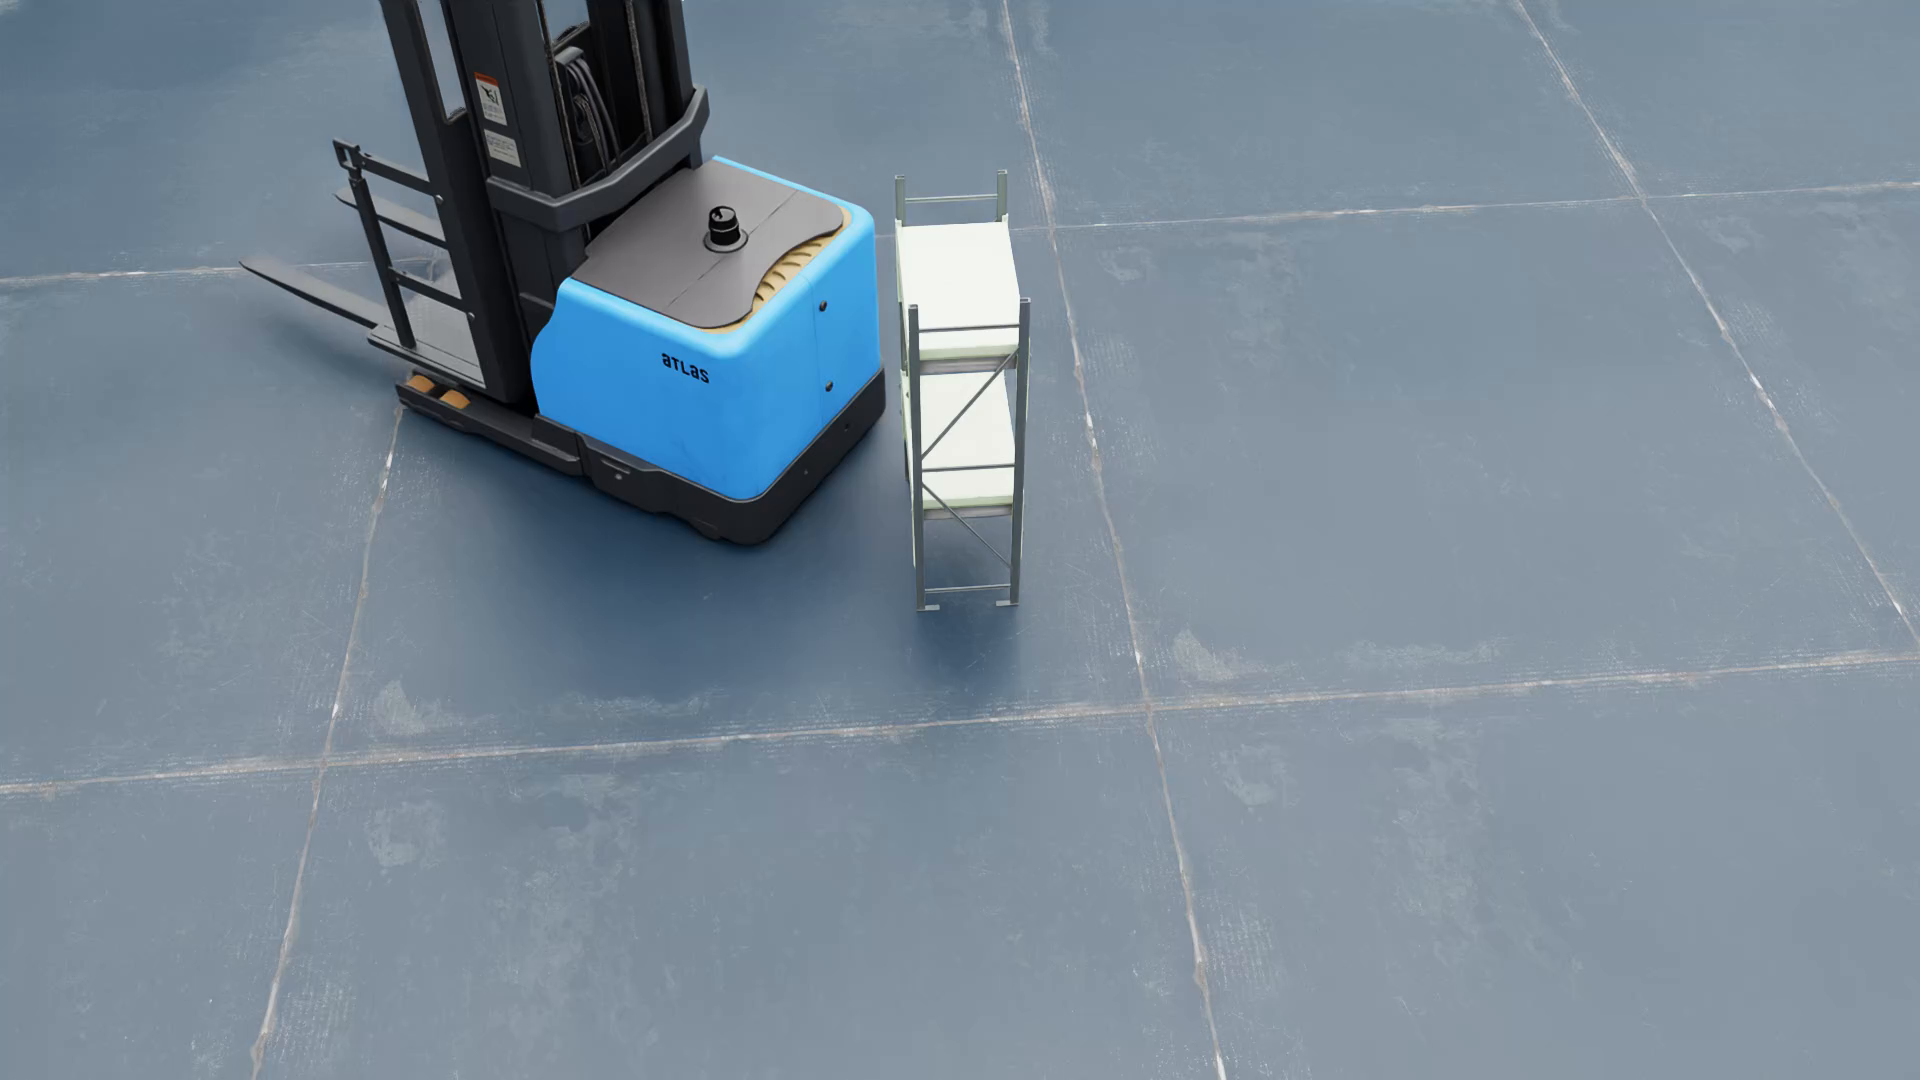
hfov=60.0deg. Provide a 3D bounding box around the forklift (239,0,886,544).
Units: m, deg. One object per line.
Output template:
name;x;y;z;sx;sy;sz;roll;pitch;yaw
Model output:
forklift;-1.853;-1.796;6.432;3.031;2.935;1.130;23;51;20

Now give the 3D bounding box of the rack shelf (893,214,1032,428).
rack shelf;-0.001;-0.789;5.927;0.431;0.370;0.720;-3;47;-3

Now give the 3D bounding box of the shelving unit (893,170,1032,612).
shelving unit;-0.001;-0.521;6.210;0.431;1.500;0.755;-3;47;-3

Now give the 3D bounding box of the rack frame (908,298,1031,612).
rack frame;0.030;-0.256;5.959;0.400;1.500;0.023;-3;47;-3

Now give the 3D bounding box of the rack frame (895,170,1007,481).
rack frame;-0.031;-0.785;6.461;0.400;1.500;0.023;-3;47;-3

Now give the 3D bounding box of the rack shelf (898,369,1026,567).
rack shelf;-0.001;-0.296;6.447;0.431;0.370;0.720;-3;47;-3
